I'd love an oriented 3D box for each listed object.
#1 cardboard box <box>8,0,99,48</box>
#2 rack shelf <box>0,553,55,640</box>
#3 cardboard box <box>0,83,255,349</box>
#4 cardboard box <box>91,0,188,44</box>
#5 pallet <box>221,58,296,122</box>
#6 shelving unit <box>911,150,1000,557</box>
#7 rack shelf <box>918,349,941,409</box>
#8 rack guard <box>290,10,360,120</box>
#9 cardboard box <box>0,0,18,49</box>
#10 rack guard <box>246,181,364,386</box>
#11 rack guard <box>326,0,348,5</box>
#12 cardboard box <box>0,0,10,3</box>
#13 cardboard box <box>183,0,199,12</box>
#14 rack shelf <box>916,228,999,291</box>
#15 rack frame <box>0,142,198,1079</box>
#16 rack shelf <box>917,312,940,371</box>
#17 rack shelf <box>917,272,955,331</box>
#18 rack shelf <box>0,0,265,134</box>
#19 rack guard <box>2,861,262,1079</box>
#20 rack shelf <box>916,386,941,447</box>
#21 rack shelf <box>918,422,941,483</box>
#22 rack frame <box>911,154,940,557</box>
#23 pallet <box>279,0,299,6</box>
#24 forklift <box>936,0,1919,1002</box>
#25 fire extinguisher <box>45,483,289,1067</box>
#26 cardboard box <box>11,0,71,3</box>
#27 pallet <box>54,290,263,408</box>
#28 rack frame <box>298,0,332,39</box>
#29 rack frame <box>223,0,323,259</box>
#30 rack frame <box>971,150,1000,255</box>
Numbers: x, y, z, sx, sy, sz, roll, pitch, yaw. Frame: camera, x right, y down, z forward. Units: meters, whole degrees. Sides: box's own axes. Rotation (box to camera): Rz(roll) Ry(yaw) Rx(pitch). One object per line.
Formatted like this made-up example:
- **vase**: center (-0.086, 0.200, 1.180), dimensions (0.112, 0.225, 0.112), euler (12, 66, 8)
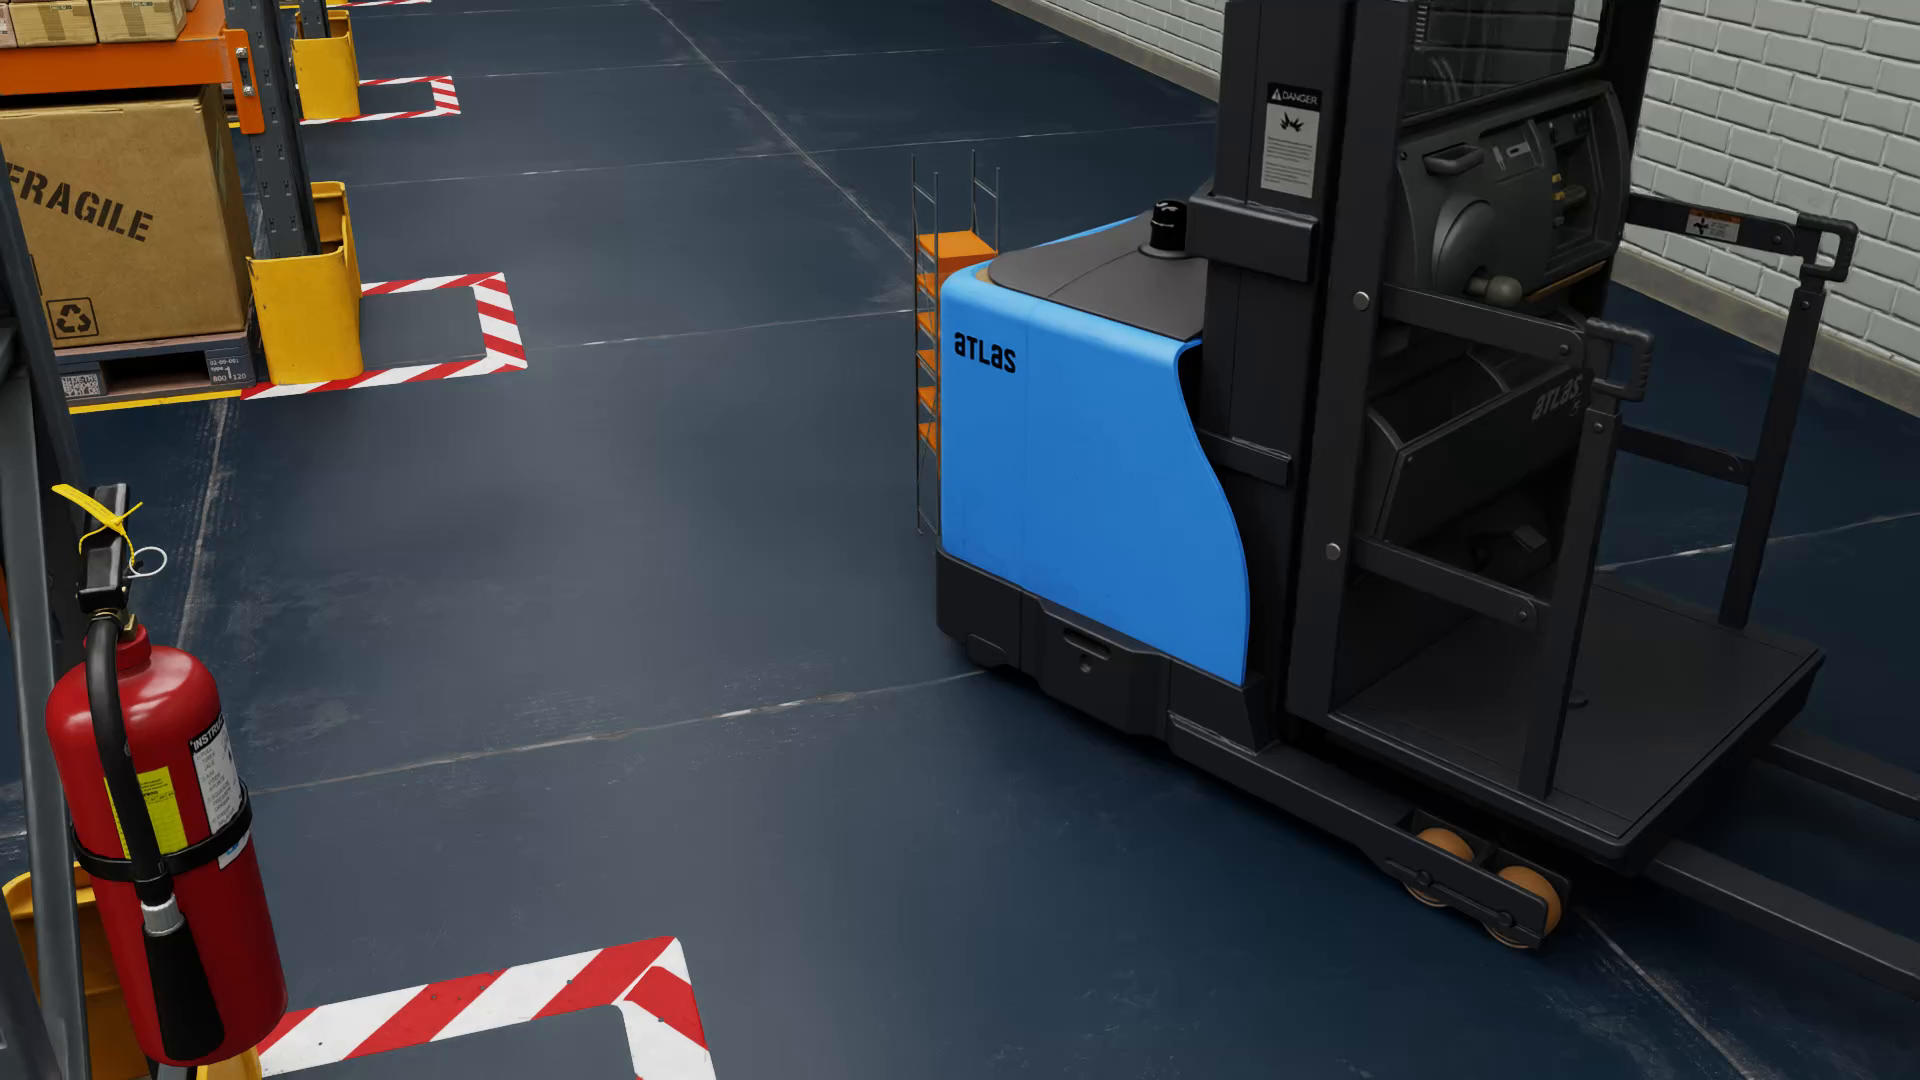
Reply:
- **cardboard box**: center (-3.196, -1.865, 5.915), dimensions (0.250, 0.149, 0.380), euler (-8, 27, -16)
- **rack shelf**: center (-3.175, 0.507, 1.665), dimensions (4.000, 0.370, 1.077), euler (-8, 28, -16)
- **cardboard box**: center (-3.297, -1.316, 6.446), dimensions (0.875, 0.875, 0.875), euler (-8, 28, -16)
- **cardboard box**: center (-2.950, -1.901, 5.989), dimensions (0.250, 0.149, 0.380), euler (-8, 27, -15)
- **pallet**: center (-5.043, -2.950, 10.955), dimensions (1.213, 0.211, 1.003), euler (-8, 28, -16)
- **shelving unit**: center (-0.014, -0.535, 4.979), dimensions (0.189, 1.200, 0.258), euler (-8, 28, -16)
- **rack shelf**: center (-0.014, -0.496, 4.999), dimensions (0.180, 0.103, 0.258), euler (-8, 28, -16)
- **rack guard**: center (-4.228, -3.185, 11.104), dimensions (0.348, 0.500, 1.175), euler (-8, 28, -16)
- **cardboard box**: center (-3.437, -1.830, 5.846), dimensions (0.250, 0.149, 0.380), euler (-8, 28, -16)
- **rack guard**: center (-2.690, -1.086, 6.875), dimensions (0.348, 0.500, 1.175), euler (-8, 28, -16)
- **rack guard**: center (-5.849, -5.261, 15.285), dimensions (0.348, 0.500, 1.175), euler (-8, 28, -16)
- **cardboard box**: center (-3.574, -2.020, 5.779), dimensions (0.500, 0.250, 0.500), euler (-9, 28, -17)
- **cardboard box**: center (-3.153, -2.180, 6.551), dimensions (0.250, 0.149, 0.380), euler (-8, 27, -16)
- **rack shelf**: center (-0.014, -0.818, 4.839), dimensions (0.180, 0.103, 0.258), euler (-8, 28, -16)
- **rack frame**: center (-1.274, -0.092, 2.063), dimensions (0.053, 2.616, 0.949), euler (-8, 28, -16)
- **rack shelf**: center (-0.014, -0.603, 4.946), dimensions (0.180, 0.103, 0.258), euler (-8, 28, -16)
- **rack shelf**: center (-0.014, -0.711, 4.892), dimensions (0.180, 0.103, 0.258), euler (-8, 28, -16)
- **rack shelf**: center (-4.615, -1.604, 5.917), dimensions (4.000, 0.370, 1.077), euler (-8, 28, -16)
- **rack guard**: center (-1.345, 1.039, 2.595), dimensions (0.348, 0.500, 1.175), euler (-8, 28, -16)
- **rack shelf**: center (-0.014, -0.388, 5.052), dimensions (0.180, 0.103, 0.258), euler (-8, 28, -16)
- **rack shelf**: center (-0.014, -0.281, 5.106), dimensions (0.180, 0.103, 0.258), euler (-8, 28, -16)
- **rack frame**: center (-0.101, -0.523, 4.954), dimensions (0.006, 1.200, 0.240), euler (-8, 28, -16)
- **pallet**: center (-6.607, -5.021, 15.127), dimensions (1.213, 0.211, 1.003), euler (-8, 28, -16)
- **forklift**: center (1.334, -0.713, 3.389), dimensions (3.031, 2.935, 1.130), euler (24, 35, 39)
- **fire extinguisher**: center (-0.891, 0.271, 1.837), dimensions (0.183, 0.674, 0.296), euler (-8, 28, -16)
- **cardboard box**: center (-3.092, -2.089, 5.919), dimensions (0.500, 0.250, 0.500), euler (-9, 28, -17)
- **pallet**: center (-3.449, -0.810, 6.644), dimensions (1.213, 0.211, 1.003), euler (-8, 28, -16)
- **rack frame**: center (-4.247, -4.296, 10.530), dimensions (0.127, 3.000, 1.000), euler (-8, 28, -16)
- **rack frame**: center (-2.713, -2.202, 6.312), dimensions (0.127, 3.000, 1.000), euler (-8, 28, -16)
- **rack frame**: center (0.073, -0.548, 5.005), dimensions (0.006, 1.200, 0.240), euler (-8, 28, -16)
